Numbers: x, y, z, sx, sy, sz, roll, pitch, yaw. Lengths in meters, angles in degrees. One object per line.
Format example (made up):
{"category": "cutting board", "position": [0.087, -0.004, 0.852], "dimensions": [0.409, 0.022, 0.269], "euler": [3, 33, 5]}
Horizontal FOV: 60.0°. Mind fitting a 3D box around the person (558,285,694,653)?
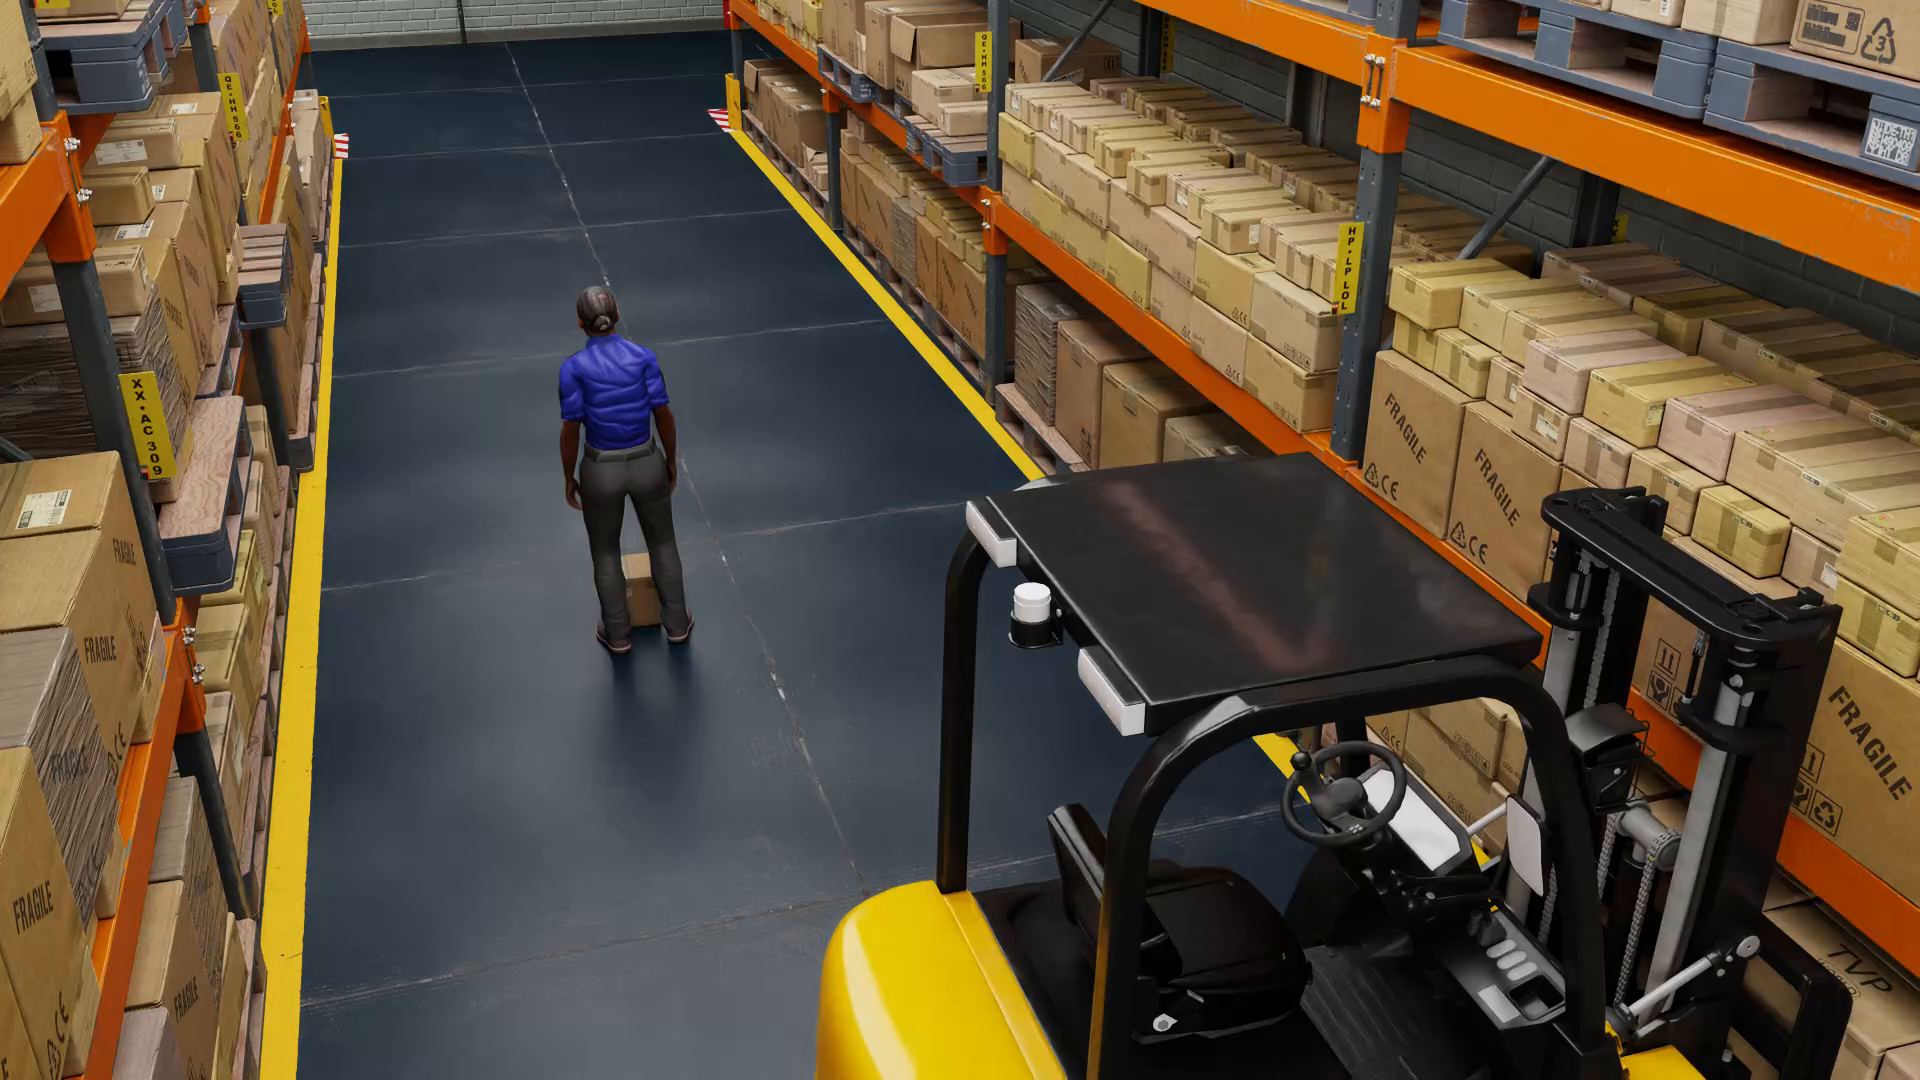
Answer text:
{"category": "person", "position": [-1.455, -0.286, 7.210], "dimensions": [0.528, 1.639, 0.351], "euler": [-10, 28, -19]}
